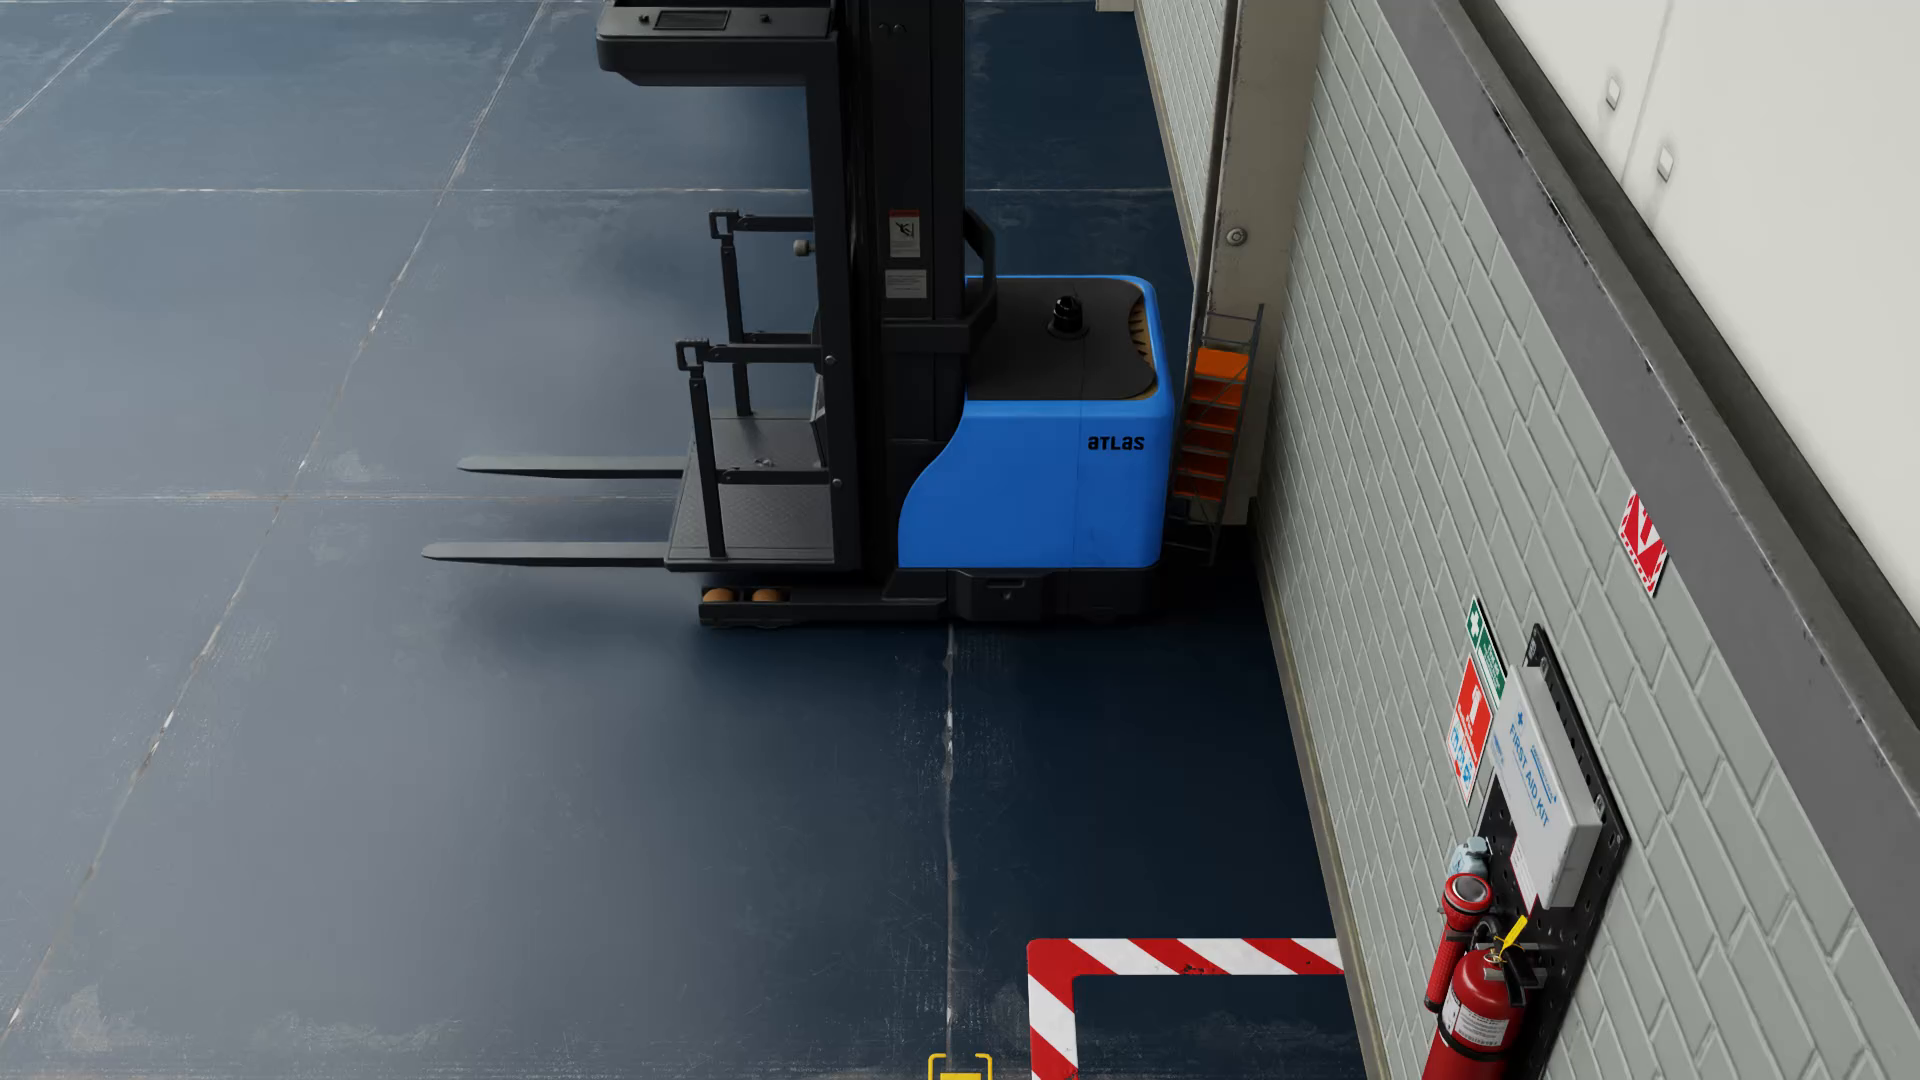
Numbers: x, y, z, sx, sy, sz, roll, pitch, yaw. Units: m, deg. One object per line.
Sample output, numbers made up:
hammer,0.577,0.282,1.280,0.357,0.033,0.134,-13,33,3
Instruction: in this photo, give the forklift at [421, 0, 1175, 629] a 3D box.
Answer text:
forklift,-0.695,-1.112,6.294,3.031,2.935,1.130,0,39,0

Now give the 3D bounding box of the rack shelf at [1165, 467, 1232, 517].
rack shelf,1.001,-0.207,6.990,0.258,0.103,0.180,10,40,7

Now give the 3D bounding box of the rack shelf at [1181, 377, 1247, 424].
rack shelf,1.028,-0.575,6.683,0.258,0.103,0.180,10,40,7

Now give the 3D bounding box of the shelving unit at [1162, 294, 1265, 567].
shelving unit,1.017,-0.425,6.808,0.258,1.200,0.189,10,40,7

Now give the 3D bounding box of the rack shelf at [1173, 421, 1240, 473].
rack shelf,1.014,-0.391,6.837,0.258,0.103,0.180,10,40,7

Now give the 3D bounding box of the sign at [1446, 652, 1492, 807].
sign,1.290,0.482,4.221,0.001,0.329,0.234,0,39,0

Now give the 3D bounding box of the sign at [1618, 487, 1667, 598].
sign,1.287,-0.068,3.082,0.001,0.298,0.199,0,39,0

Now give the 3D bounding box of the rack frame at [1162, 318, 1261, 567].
rack frame,0.997,-0.369,6.739,0.240,1.200,0.006,10,40,7

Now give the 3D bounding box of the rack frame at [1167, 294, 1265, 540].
rack frame,1.036,-0.482,6.878,0.240,1.200,0.006,10,40,7

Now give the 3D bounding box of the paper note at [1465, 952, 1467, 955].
paper note,1.257,1.075,4.215,0.016,0.148,0.142,0,39,0

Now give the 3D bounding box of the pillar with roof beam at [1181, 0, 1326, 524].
pillar with roof beam,-3.160,-3.703,4.675,9.100,9.000,0.400,0,39,0

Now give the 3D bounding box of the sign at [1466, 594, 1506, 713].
sign,1.281,0.278,4.052,0.001,0.109,0.331,0,39,0

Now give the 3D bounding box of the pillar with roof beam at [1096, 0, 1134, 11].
pillar with roof beam,-3.166,-7.455,9.357,9.100,9.000,0.400,0,39,0

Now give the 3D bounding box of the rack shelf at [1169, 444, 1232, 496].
rack shelf,1.008,-0.299,6.914,0.258,0.103,0.180,10,40,7

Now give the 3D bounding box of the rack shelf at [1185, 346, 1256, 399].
rack shelf,1.034,-0.667,6.606,0.258,0.103,0.180,10,40,7

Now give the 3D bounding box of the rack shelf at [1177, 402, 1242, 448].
rack shelf,1.021,-0.483,6.760,0.258,0.103,0.180,10,40,7

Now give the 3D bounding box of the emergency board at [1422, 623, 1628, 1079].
emergency board,1.188,0.842,3.801,0.194,1.169,0.643,0,39,0
